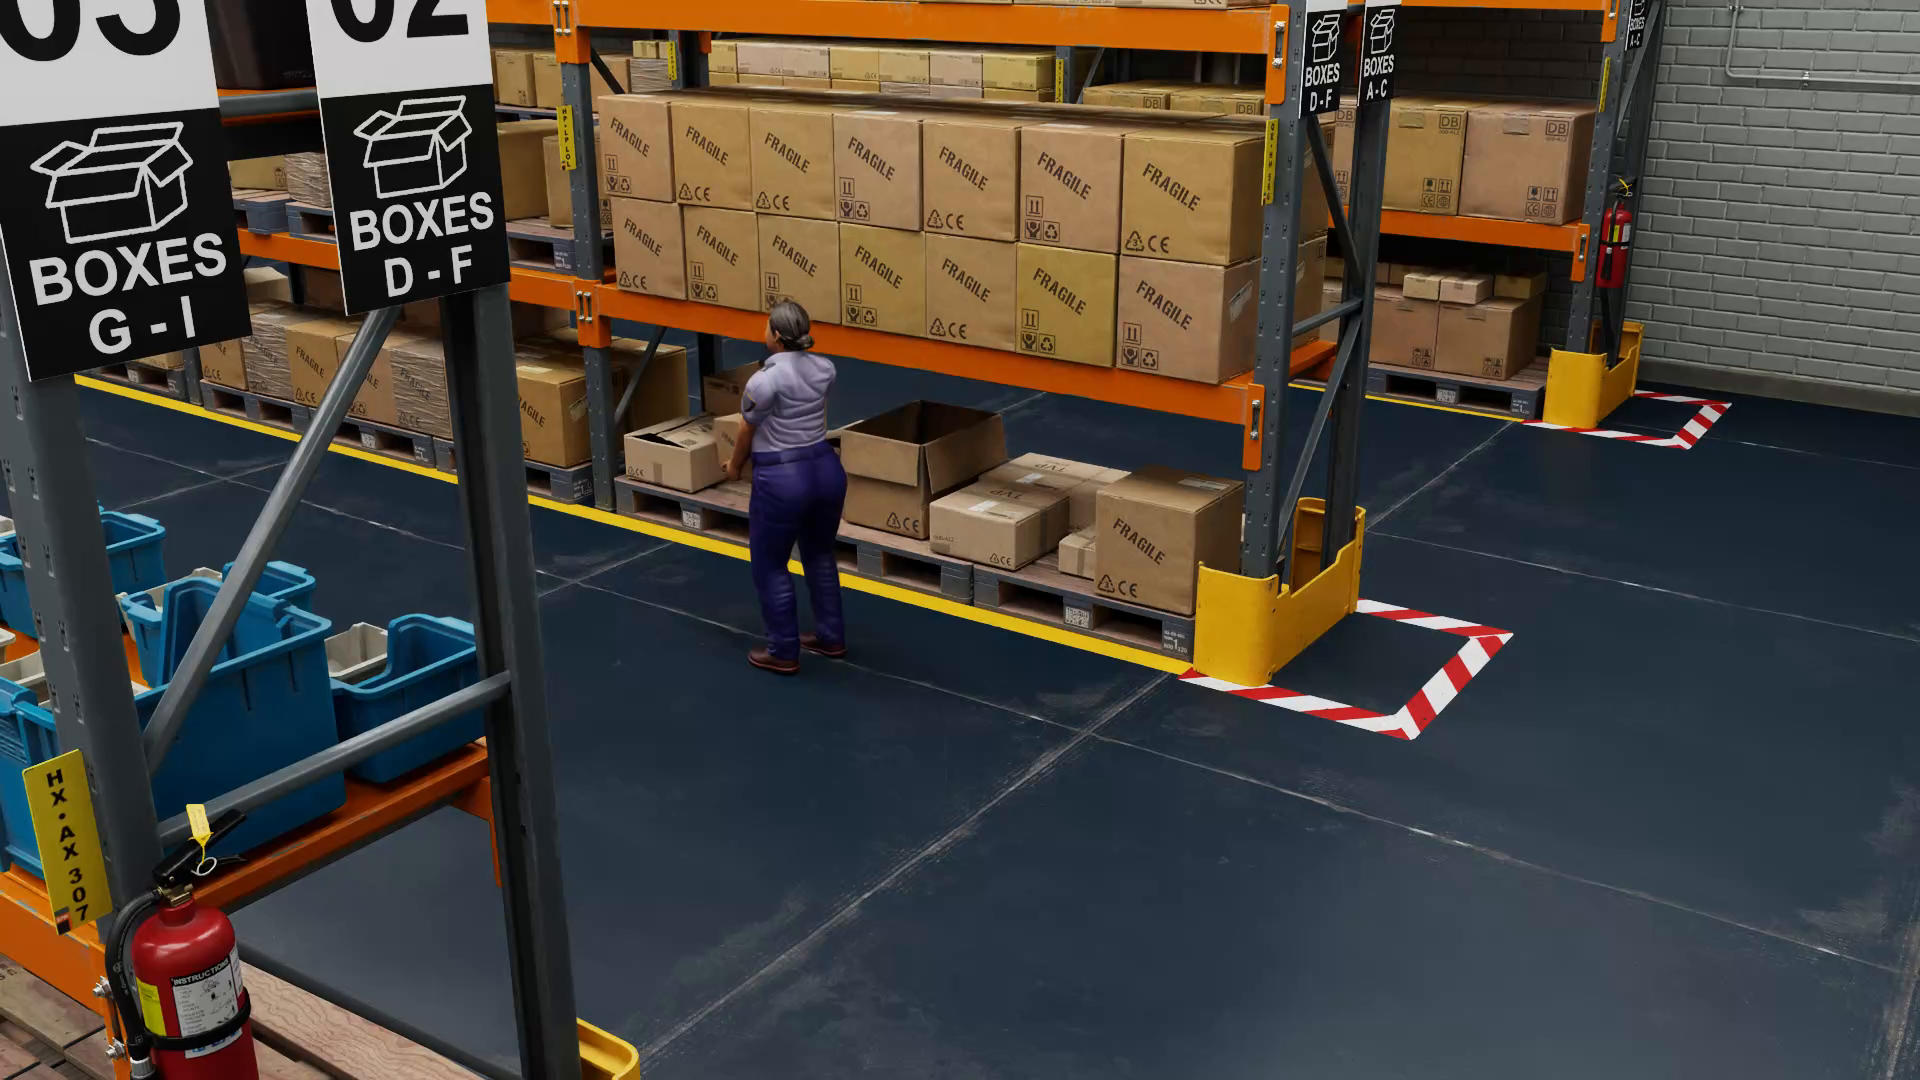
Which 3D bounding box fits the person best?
[{"bbox_3d":[-0.790,-0.250,7.299,0.435,1.647,0.503,-18,27,-41],"label":"person"}]
